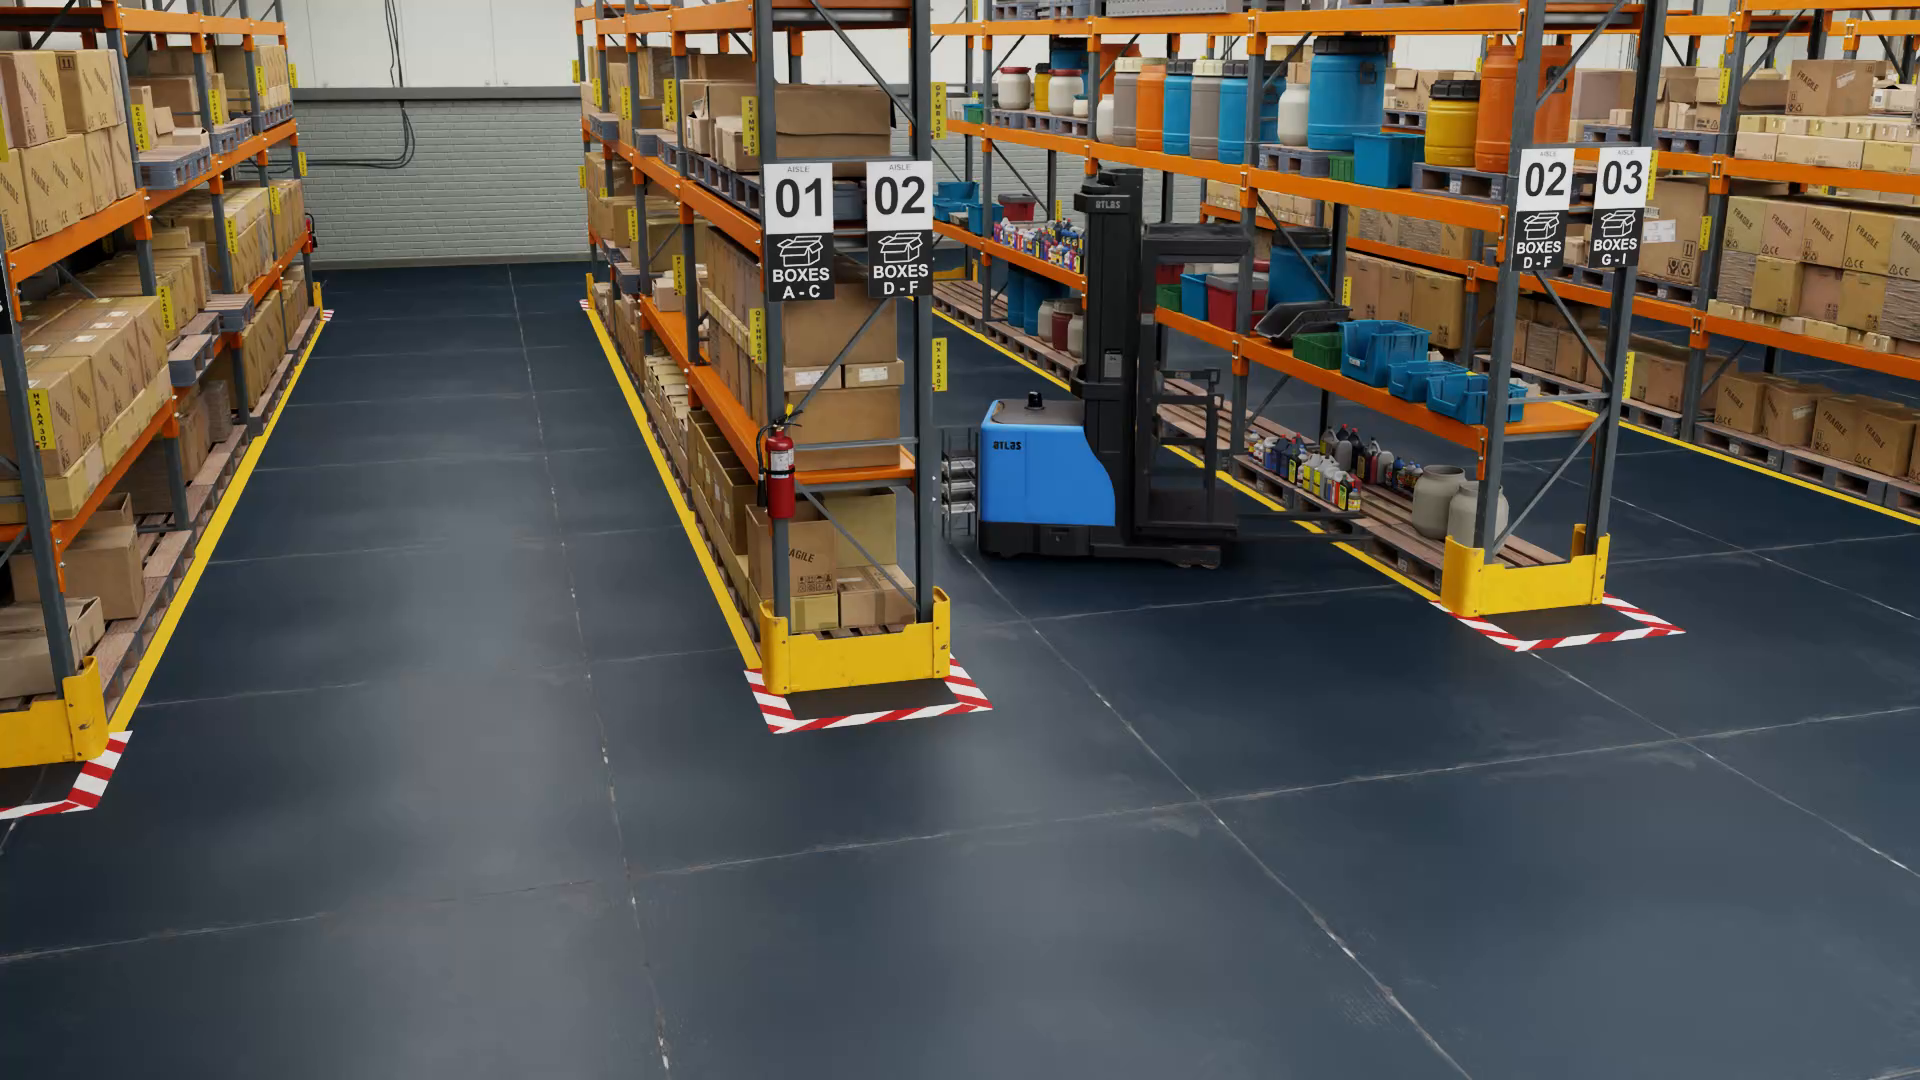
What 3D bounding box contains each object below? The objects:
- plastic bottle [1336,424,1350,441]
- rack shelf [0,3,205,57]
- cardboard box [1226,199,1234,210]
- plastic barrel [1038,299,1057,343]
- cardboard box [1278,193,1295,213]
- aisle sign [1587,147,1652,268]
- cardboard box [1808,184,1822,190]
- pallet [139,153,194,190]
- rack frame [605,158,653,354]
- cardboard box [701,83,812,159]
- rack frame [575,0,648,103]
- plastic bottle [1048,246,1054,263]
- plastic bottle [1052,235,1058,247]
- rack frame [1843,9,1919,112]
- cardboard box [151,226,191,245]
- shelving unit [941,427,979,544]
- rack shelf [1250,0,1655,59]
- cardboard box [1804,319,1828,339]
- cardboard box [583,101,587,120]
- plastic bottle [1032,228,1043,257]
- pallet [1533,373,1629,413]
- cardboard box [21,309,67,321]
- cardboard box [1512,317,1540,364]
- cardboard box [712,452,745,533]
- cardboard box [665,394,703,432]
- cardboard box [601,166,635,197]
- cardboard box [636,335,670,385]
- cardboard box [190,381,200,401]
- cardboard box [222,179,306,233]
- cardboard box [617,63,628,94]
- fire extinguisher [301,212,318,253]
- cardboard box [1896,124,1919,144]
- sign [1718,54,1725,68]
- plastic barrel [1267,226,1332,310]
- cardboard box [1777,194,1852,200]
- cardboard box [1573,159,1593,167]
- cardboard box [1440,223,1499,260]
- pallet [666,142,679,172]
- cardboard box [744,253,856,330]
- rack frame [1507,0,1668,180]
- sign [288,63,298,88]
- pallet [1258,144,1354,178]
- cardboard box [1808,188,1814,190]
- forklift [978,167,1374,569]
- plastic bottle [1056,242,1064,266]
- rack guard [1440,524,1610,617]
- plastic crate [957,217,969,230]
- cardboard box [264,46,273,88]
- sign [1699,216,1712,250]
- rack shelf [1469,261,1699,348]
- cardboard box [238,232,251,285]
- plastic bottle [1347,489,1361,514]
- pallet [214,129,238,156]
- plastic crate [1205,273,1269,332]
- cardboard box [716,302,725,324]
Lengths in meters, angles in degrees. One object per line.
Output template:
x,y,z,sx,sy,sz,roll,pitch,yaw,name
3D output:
3.454,-0.861,14.945,0.144,0.351,0.185,-5,17,-17,plastic bottle
-7.075,-4.182,13.677,1.077,0.370,4.000,-5,17,-15,rack shelf
4.460,-5.327,26.409,0.380,0.149,0.250,-5,17,-16,cardboard box
1.198,-2.786,21.108,0.421,0.512,0.421,0,17,0,plastic barrel
5.045,-4.994,24.607,0.500,0.250,0.500,-4,17,-14,cardboard box
4.401,-2.216,11.098,0.394,0.787,0.004,-5,17,-15,aisle sign
14.420,-5.898,27.700,0.500,0.500,0.500,-5,17,-16,cardboard box
-6.593,-2.817,12.729,1.213,0.211,1.003,-5,17,-15,pallet
-3.962,-3.897,21.211,1.000,3.000,0.127,-5,17,-15,rack frame
-1.433,-2.973,11.768,0.797,0.503,0.637,-3,17,-9,cardboard box
-5.062,-7.876,24.031,1.000,3.000,0.127,-5,17,-15,rack frame
1.114,-3.450,20.068,0.097,0.201,0.097,0,17,0,plastic bottle
1.153,-3.582,20.365,0.061,0.283,0.133,-5,17,-15,plastic bottle
11.460,-6.810,20.481,1.000,3.000,0.127,-5,17,-15,rack frame
-7.501,-2.874,15.740,0.380,0.149,0.250,-7,18,-22,cardboard box
-0.002,-0.433,13.330,0.258,0.900,0.210,-5,17,-15,shelving unit
3.549,-3.858,12.601,1.077,0.370,4.000,-5,17,-15,rack shelf
7.899,-1.919,15.062,0.380,0.149,0.250,-5,17,-15,cardboard box
-5.040,-6.067,23.481,0.500,0.250,0.500,-5,17,-15,cardboard box
0.974,-3.687,20.598,0.144,0.351,0.185,-5,17,-15,plastic bottle
7.208,-1.684,18.691,1.003,0.211,1.213,-5,17,-15,pallet
-6.459,-1.298,11.483,0.500,0.500,0.500,-5,17,-16,cardboard box
6.866,-2.402,19.816,0.700,0.500,0.500,-6,18,-18,cardboard box
-1.523,-0.360,12.181,0.500,0.500,0.500,-5,17,-15,cardboard box
-2.435,-1.208,15.334,0.500,0.311,0.500,-5,17,-15,cardboard box
-4.350,-4.543,21.450,0.500,0.500,0.500,-5,17,-15,cardboard box
-3.346,-2.044,18.623,0.500,0.500,0.500,-4,17,-13,cardboard box
-7.281,-1.413,15.218,0.500,0.250,0.500,-4,17,-14,cardboard box
-9.674,-4.614,23.077,0.980,0.700,0.700,-4,17,-13,cardboard box
-3.689,-5.302,19.598,0.600,0.600,0.600,-5,17,-16,cardboard box
-9.421,-4.473,23.912,0.296,0.674,0.183,-5,17,-15,fire extinguisher
8.104,-3.408,13.936,0.380,0.149,0.250,-6,18,-18,cardboard box
13.457,-8.420,29.397,0.100,0.325,0.005,-5,17,-15,sign
3.185,-2.445,15.508,0.600,0.901,0.708,-5,17,-15,plastic barrel
8.150,-3.033,15.905,0.500,0.500,0.500,-5,17,-15,cardboard box
9.824,-5.964,25.663,0.500,0.500,0.500,-5,18,-17,cardboard box
6.289,-3.737,20.506,0.500,0.500,0.500,-4,17,-14,cardboard box
-2.019,-3.272,14.249,0.805,0.209,1.217,-5,18,-17,pallet
-1.084,-1.676,11.389,0.700,0.500,0.500,-5,17,-15,cardboard box
4.099,-3.841,10.598,1.000,3.000,0.127,-5,17,-15,rack frame
-9.298,-6.472,23.170,0.100,0.325,0.005,-5,17,-15,sign
3.292,-3.229,14.101,1.213,0.211,1.003,-5,17,-15,pallet
11.307,-4.661,22.428,0.380,0.149,0.250,-5,18,-18,cardboard box
1.696,-1.345,12.835,3.031,2.935,1.130,2,17,7,forklift
1.195,-3.402,19.789,0.097,0.271,0.097,0,17,0,plastic bottle
4.033,0.212,11.878,1.175,0.500,0.348,-5,17,-15,rack guard
0.235,-4.473,23.502,0.437,0.125,0.590,-5,17,-15,plastic crate
-8.798,-5.838,20.513,0.500,0.500,0.500,-5,17,-16,cardboard box
7.229,-2.976,16.132,0.100,0.325,0.005,-5,17,-15,sign
7.212,-2.675,18.393,1.077,0.370,4.000,-5,17,-15,rack shelf
-7.647,-2.898,17.160,0.500,0.500,0.500,-4,17,-13,cardboard box
3.173,-0.312,13.376,0.097,0.201,0.097,0,17,0,plastic bottle
-7.853,-3.918,16.395,1.213,0.211,1.003,-4,17,-13,pallet
2.573,-2.215,15.501,0.402,0.464,0.583,-5,17,-15,plastic crate
-1.661,-1.740,12.729,0.380,0.149,0.250,-5,17,-16,cardboard box
